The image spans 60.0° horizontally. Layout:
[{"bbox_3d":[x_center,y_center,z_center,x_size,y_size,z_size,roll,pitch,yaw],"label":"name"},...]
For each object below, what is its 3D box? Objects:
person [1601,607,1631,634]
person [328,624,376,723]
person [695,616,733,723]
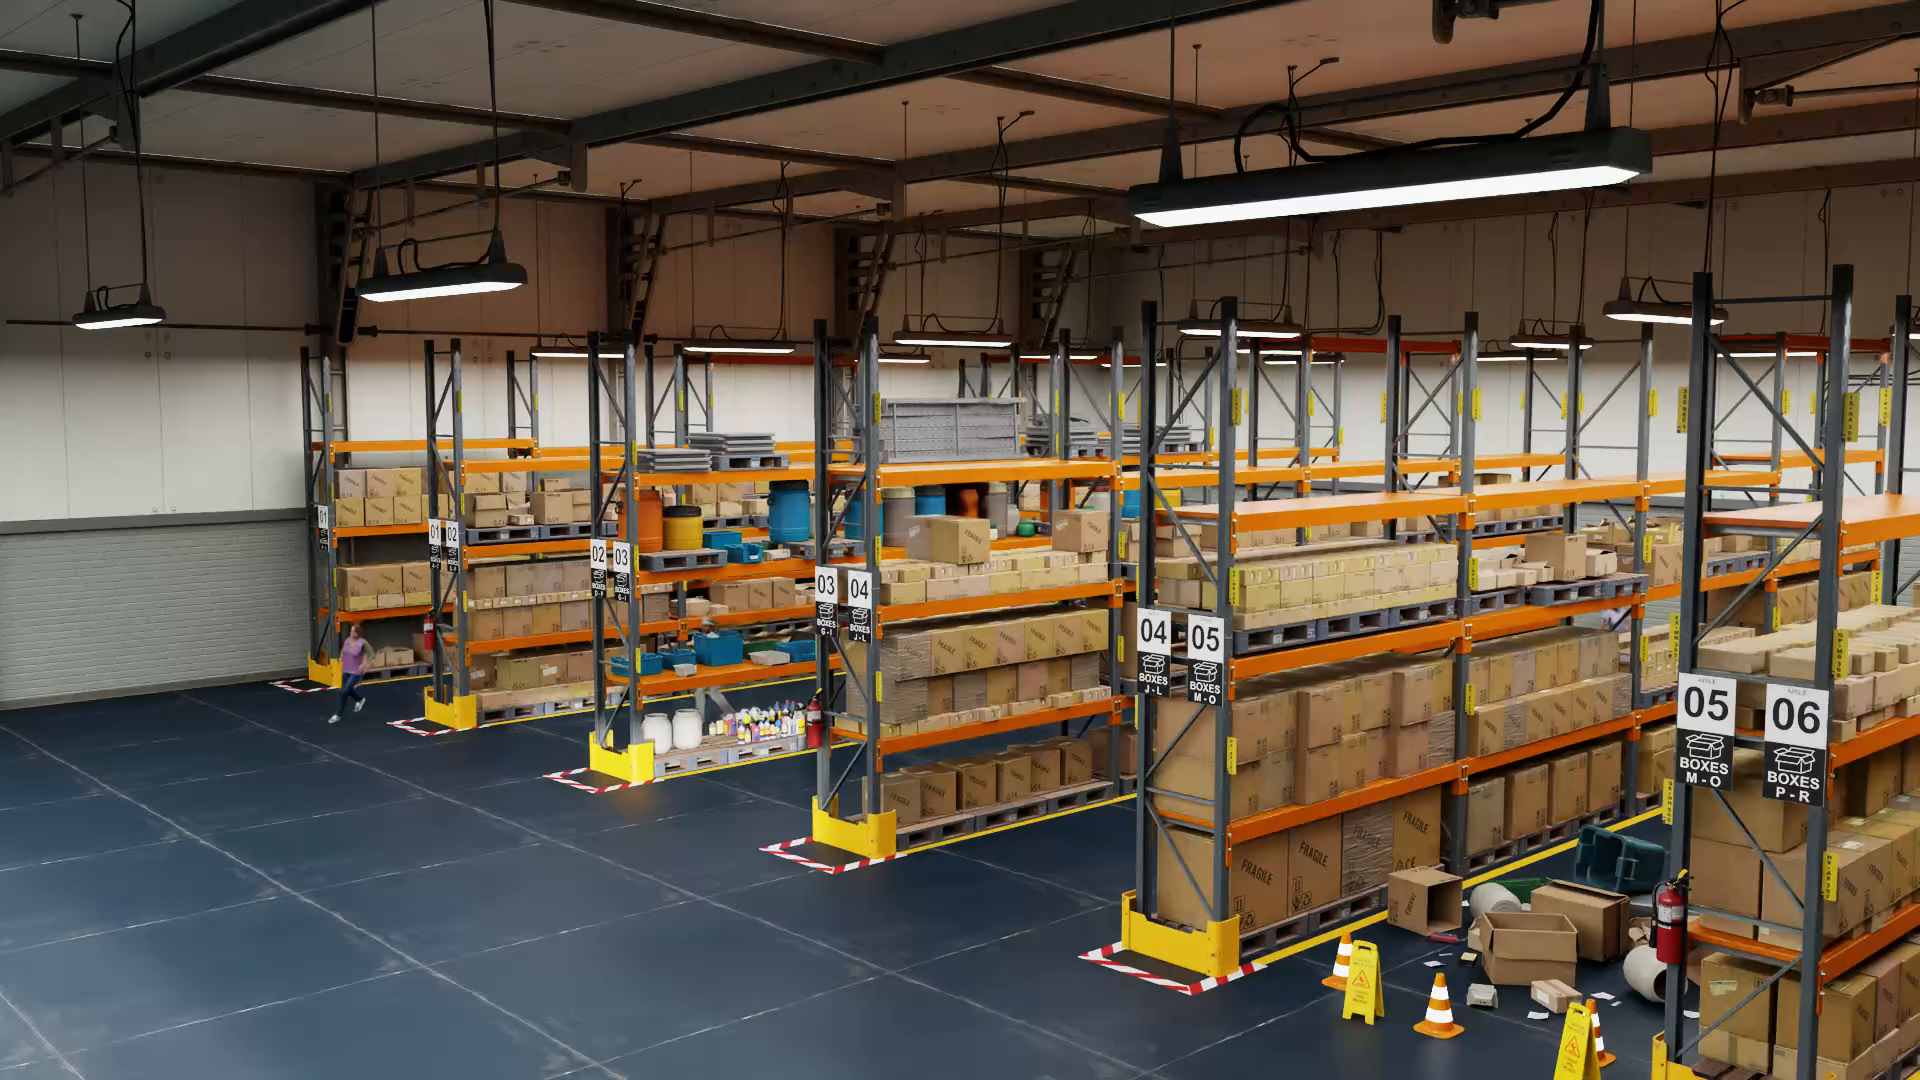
[{"bbox_3d":[11.733,1.782,29.565,0.639,1.573,0.527,-1,5,-7],"label":"person"},{"bbox_3d":[-9.538,2.086,26.294,0.585,1.549,0.819,2,5,19],"label":"person"},{"bbox_3d":[-3.910,2.038,25.955,0.575,1.724,0.778,4,6,38],"label":"person"}]
